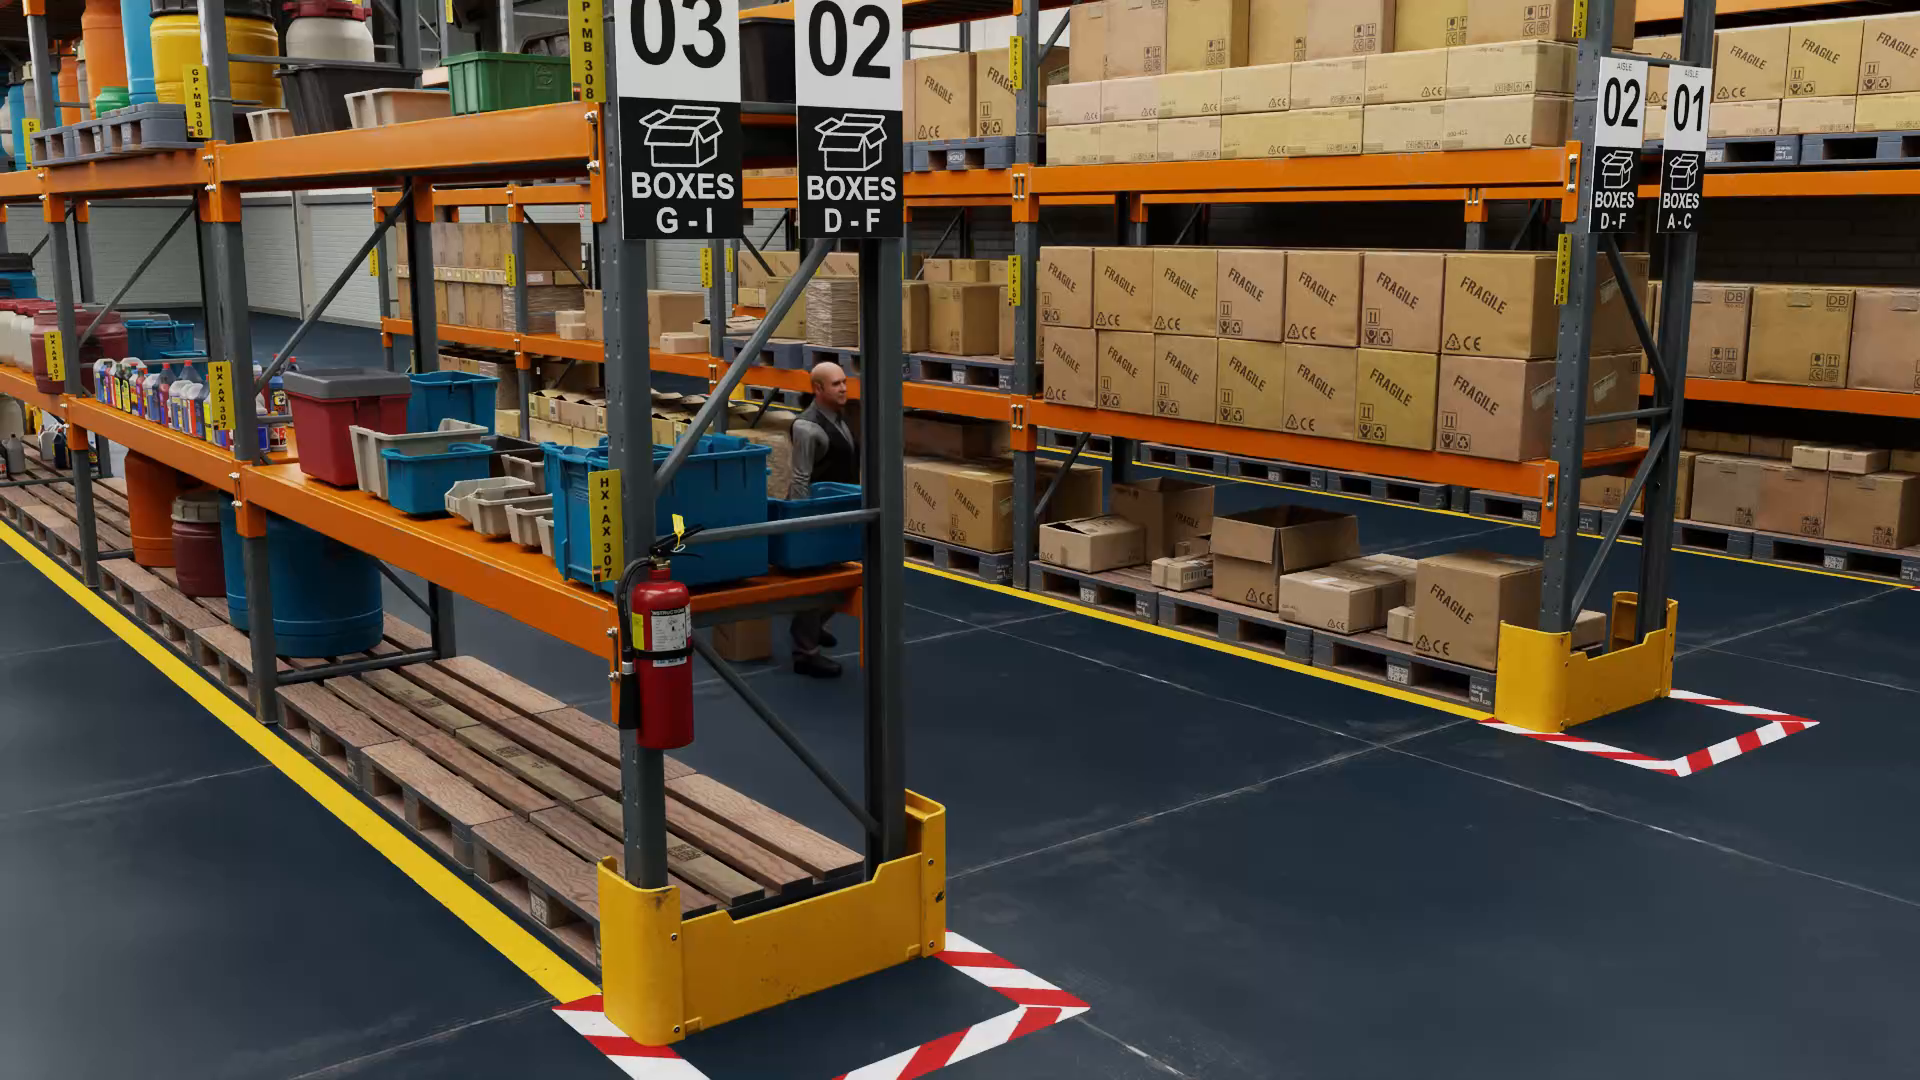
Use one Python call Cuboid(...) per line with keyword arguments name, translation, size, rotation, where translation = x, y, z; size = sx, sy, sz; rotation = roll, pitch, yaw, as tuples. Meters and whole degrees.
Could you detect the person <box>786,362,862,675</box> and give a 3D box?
Cuboid(name="person", translation=(-0.782, -0.117, 9.053), size=(0.477, 1.713, 0.578), rotation=(4, 12, 22))
